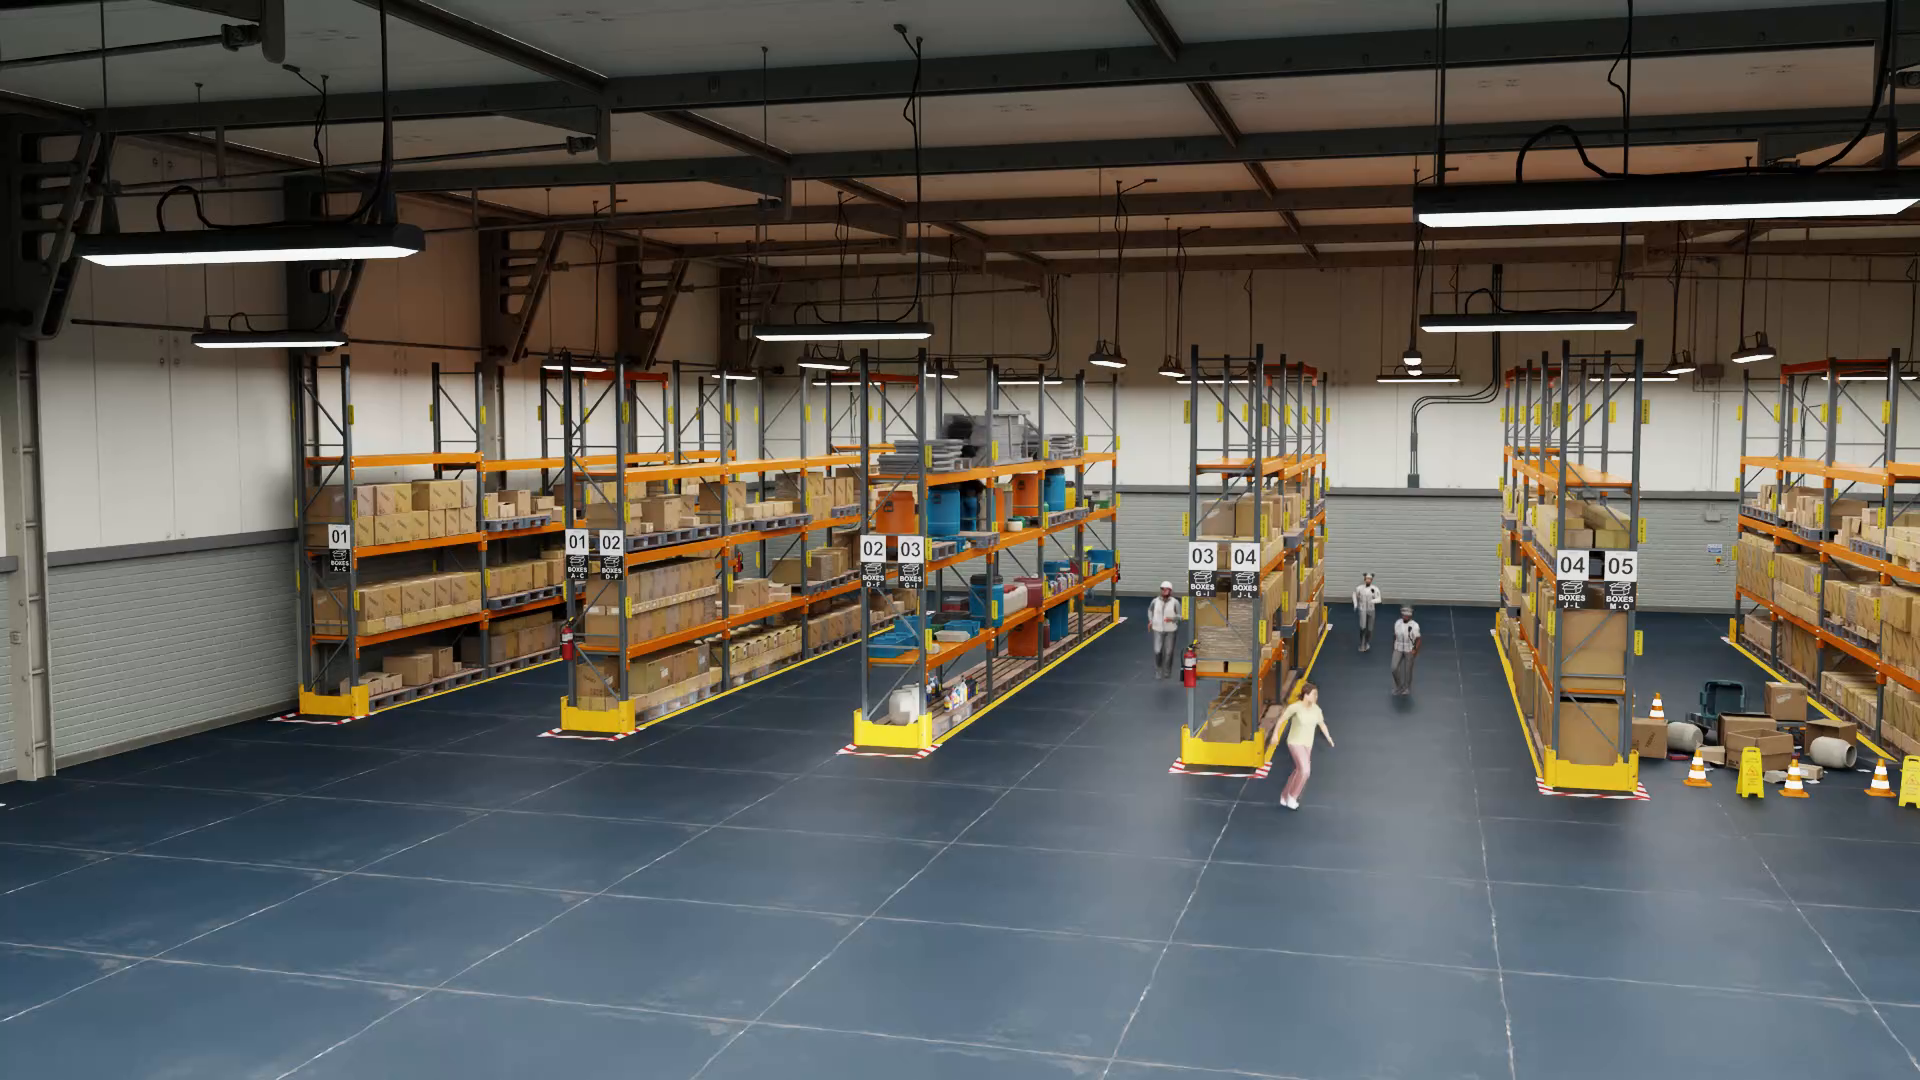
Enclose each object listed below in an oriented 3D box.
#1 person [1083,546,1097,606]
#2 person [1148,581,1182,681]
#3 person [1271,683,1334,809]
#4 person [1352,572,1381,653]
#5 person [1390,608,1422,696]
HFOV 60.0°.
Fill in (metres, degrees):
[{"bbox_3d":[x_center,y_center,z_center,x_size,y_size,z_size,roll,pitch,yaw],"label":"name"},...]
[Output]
[{"bbox_3d":[3.196,0.996,42.180,0.541,1.699,0.781,2,5,30],"label":"person"},{"bbox_3d":[3.645,1.635,29.675,0.630,1.794,0.650,1,4,11],"label":"person"},{"bbox_3d":[4.352,2.618,21.017,0.552,1.593,0.740,-2,5,-28],"label":"person"},{"bbox_3d":[8.587,1.532,35.090,0.566,1.712,0.694,1,4,8],"label":"person"},{"bbox_3d":[7.919,1.976,29.511,0.564,1.597,0.727,2,5,27],"label":"person"}]
